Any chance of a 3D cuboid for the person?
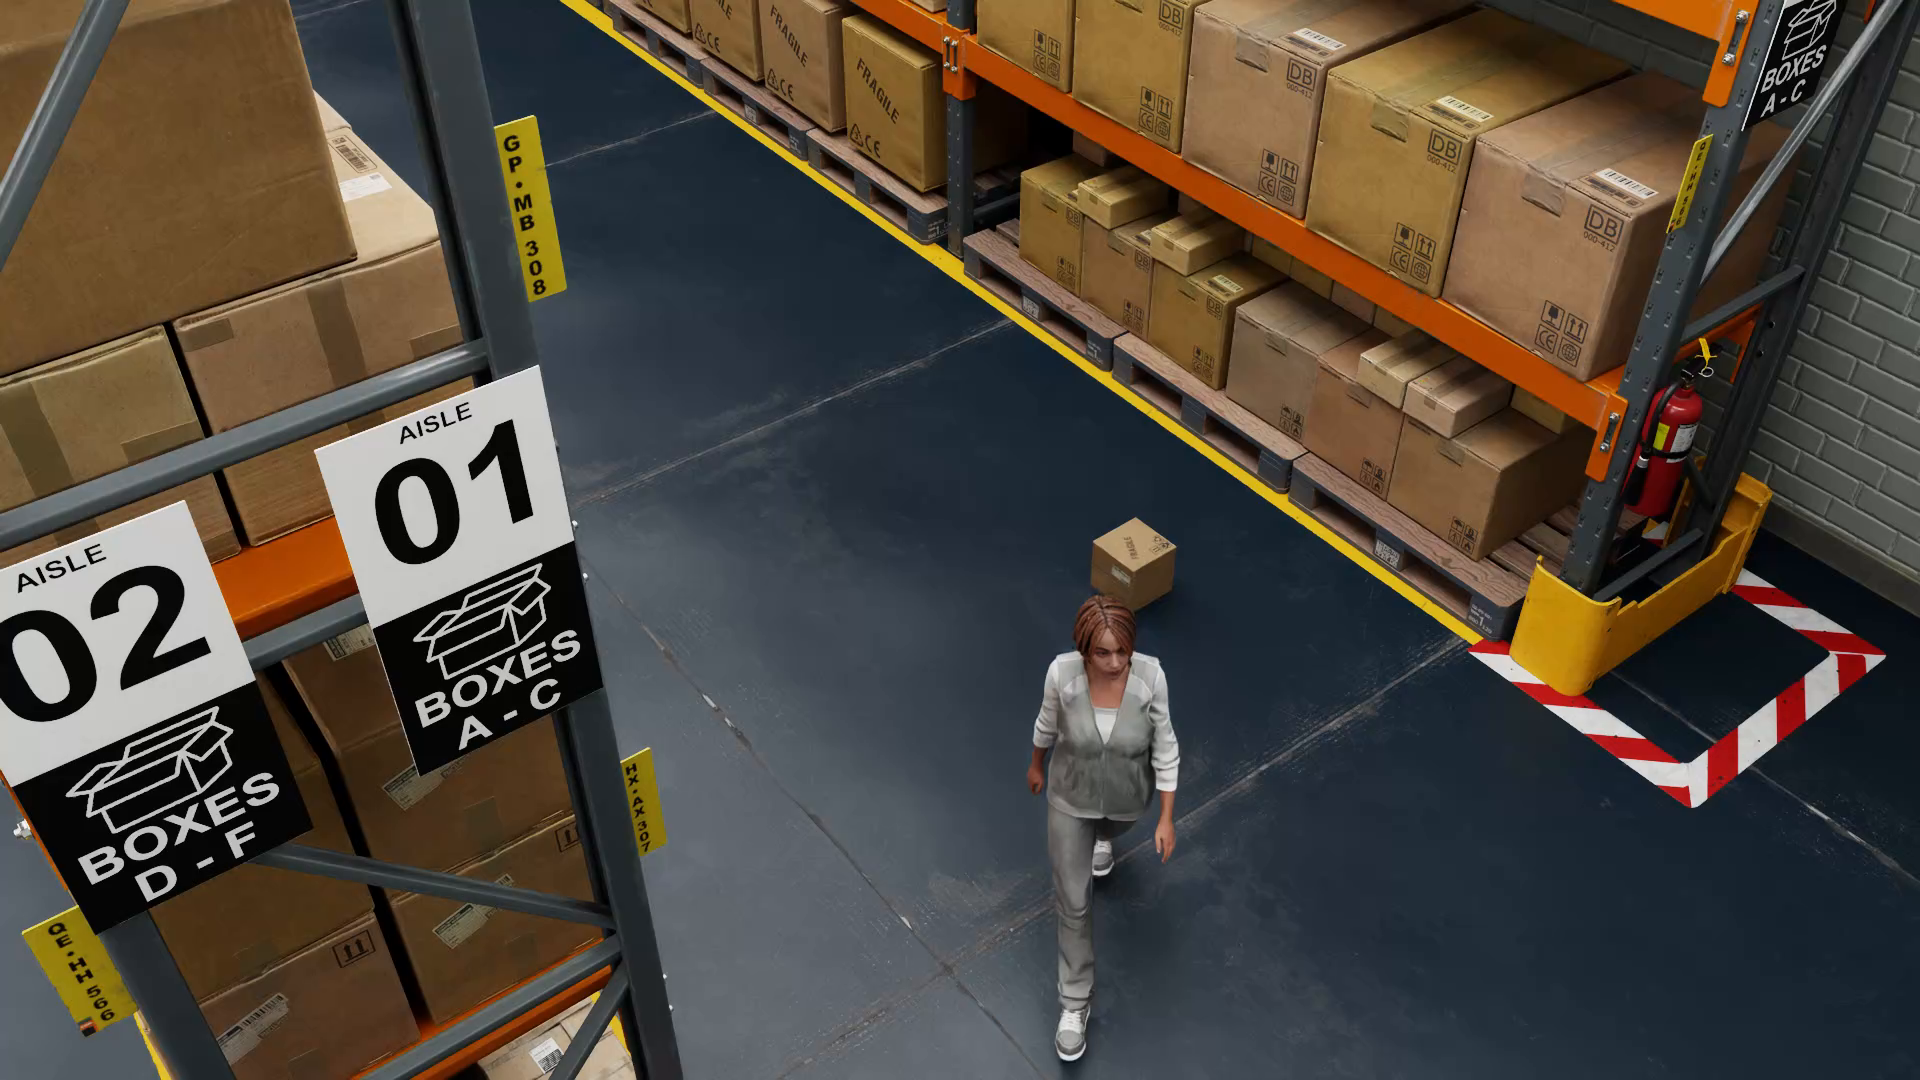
[{"bbox_3d":[0.451,0.799,5.236,0.446,1.532,0.993,-2,41,-3],"label":"person"}]
